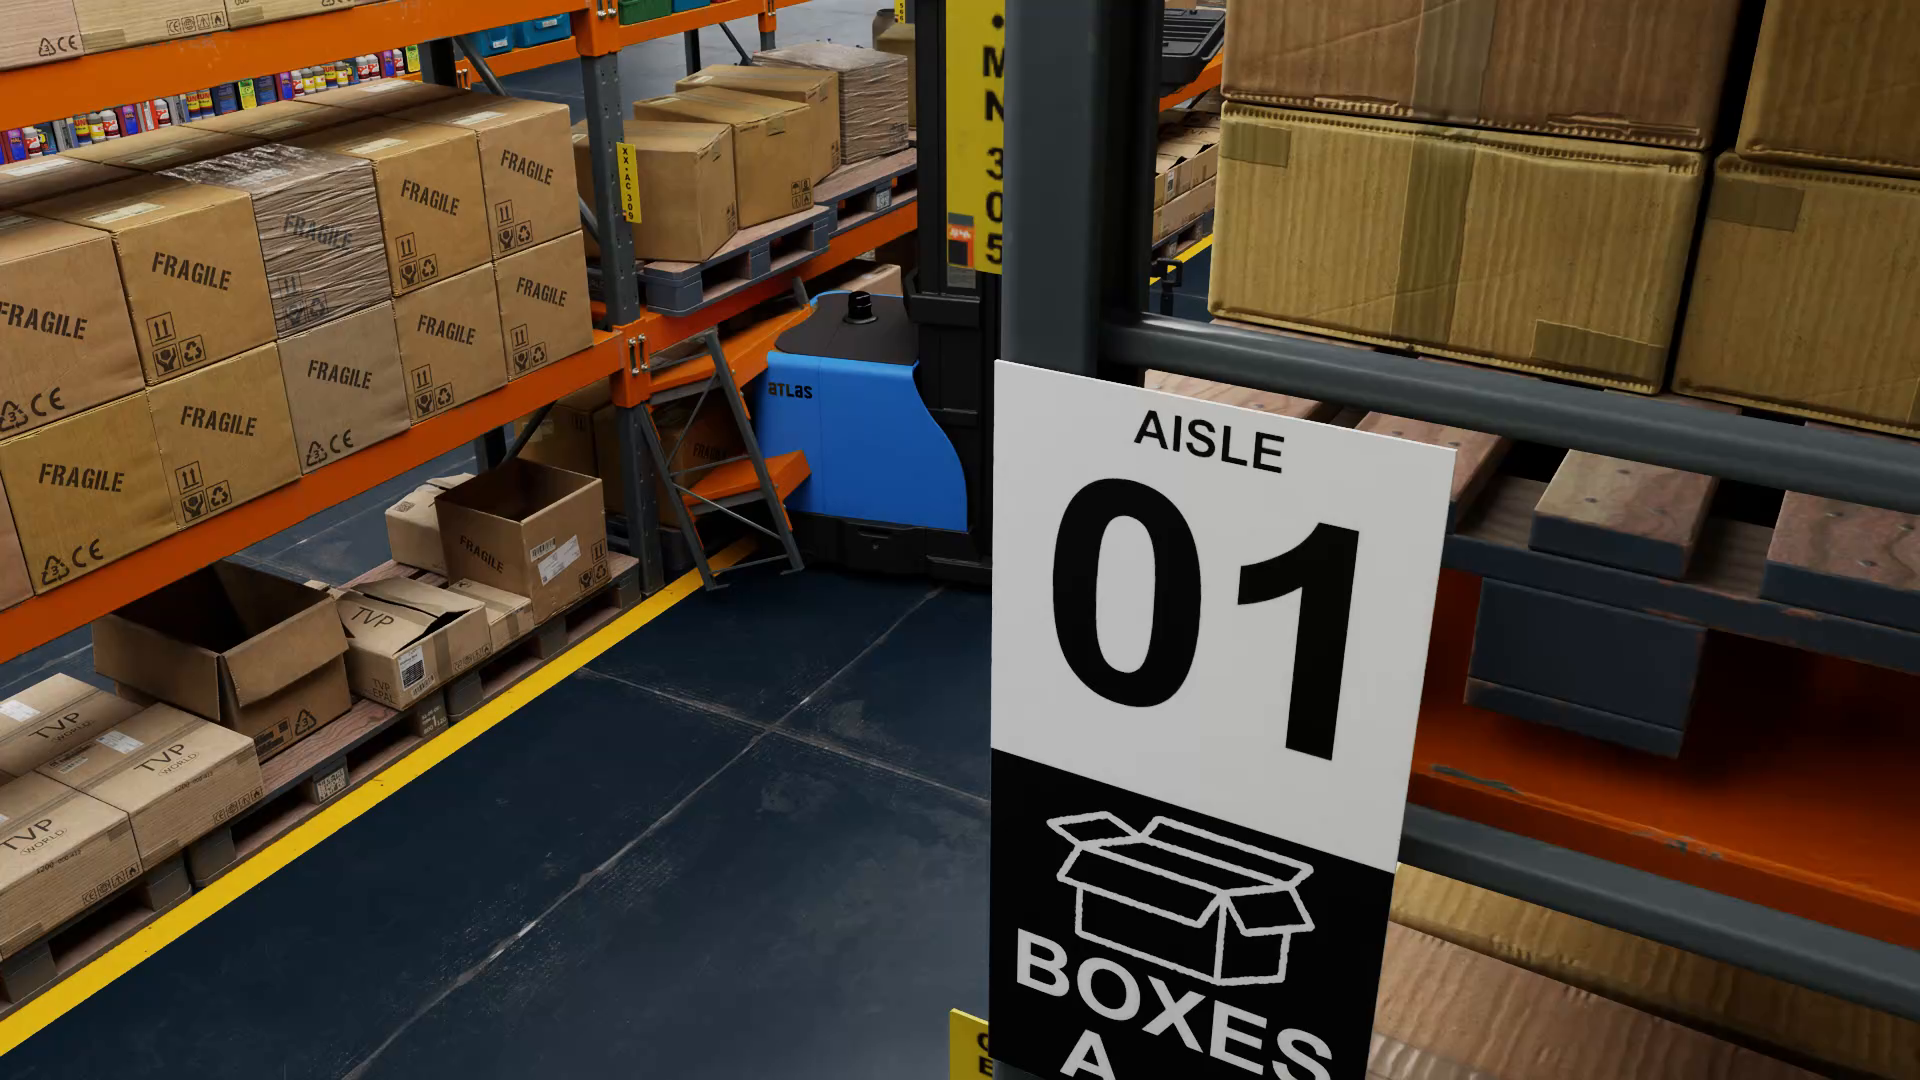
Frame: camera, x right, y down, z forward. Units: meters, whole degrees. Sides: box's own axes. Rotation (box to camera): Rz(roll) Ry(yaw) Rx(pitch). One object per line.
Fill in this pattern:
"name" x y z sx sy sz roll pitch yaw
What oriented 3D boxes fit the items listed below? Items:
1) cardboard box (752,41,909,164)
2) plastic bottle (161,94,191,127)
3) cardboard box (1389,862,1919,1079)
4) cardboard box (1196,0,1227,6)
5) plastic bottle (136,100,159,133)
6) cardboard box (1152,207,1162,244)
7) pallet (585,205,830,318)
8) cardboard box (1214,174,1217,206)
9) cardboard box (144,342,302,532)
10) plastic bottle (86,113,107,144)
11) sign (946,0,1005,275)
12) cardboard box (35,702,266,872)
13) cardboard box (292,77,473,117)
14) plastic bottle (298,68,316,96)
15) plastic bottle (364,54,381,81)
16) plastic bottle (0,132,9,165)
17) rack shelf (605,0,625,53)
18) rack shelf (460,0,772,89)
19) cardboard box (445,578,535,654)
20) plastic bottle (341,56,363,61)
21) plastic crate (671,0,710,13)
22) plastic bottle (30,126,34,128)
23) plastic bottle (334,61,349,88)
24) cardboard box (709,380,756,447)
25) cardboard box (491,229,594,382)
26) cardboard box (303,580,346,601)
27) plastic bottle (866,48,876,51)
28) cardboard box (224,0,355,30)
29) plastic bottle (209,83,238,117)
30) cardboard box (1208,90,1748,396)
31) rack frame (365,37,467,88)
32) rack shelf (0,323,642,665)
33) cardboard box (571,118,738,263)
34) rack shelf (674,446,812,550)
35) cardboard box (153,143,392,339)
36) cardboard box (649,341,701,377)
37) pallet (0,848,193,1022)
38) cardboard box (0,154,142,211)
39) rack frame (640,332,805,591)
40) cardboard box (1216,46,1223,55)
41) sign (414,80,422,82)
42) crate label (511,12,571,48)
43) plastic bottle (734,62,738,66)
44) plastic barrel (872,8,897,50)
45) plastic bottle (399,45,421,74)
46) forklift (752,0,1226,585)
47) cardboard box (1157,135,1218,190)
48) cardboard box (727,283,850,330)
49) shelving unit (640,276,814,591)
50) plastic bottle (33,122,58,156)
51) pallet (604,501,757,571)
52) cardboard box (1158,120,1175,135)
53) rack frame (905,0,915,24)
"cardboard box" -0.708 -2.413 9.138 0.700 0.500 0.500 21 33 35
"plastic bottle" -5.030 -2.791 10.613 0.152 0.276 0.135 14 30 26
"cardboard box" 1.089 0.821 2.924 0.980 0.700 0.700 14 30 26
"cardboard box" 2.300 -4.543 13.863 0.700 0.500 0.500 13 30 25
"plastic bottle" -5.144 -2.700 10.432 0.152 0.276 0.135 14 30 26
"cardboard box" 1.130 -2.263 12.022 0.500 0.250 0.500 13 30 25
"pallet" -1.360 -1.408 7.926 1.003 0.211 1.213 14 30 26
"cardboard box" 1.885 -2.860 13.215 0.500 0.250 0.500 14 30 25
"cardboard box" -2.622 -0.399 5.584 0.500 0.500 0.500 15 30 27
"plastic bottle" -5.291 -2.526 10.167 0.097 0.201 0.097 0 27 0
"sign" 0.033 -0.385 1.416 0.100 0.325 0.005 14 30 26
"cardboard box" -2.810 0.846 5.789 0.500 0.250 0.500 14 30 26
"cardboard box" -2.325 -1.576 6.819 0.500 0.500 0.500 15 30 27
"plastic bottle" -4.492 -3.158 11.430 0.097 0.201 0.097 0 27 0
"plastic bottle" -4.205 -3.386 11.885 0.097 0.201 0.097 0 27 0
"plastic bottle" -5.607 -2.295 9.614 0.061 0.283 0.133 14 30 26
"rack shelf" -0.864 -3.005 8.355 1.077 0.370 4.000 14 30 26
"rack shelf" -3.207 -4.315 14.323 1.077 0.370 4.000 14 30 26
"cardboard box" -2.014 0.316 6.962 0.380 0.149 0.250 14 30 26
"plastic bottle" -4.553 -3.671 12.371 0.152 0.276 0.135 14 30 26
"plastic crate" -2.495 -4.911 14.727 0.392 0.384 0.575 14 30 26
"plastic bottle" -5.866 -2.675 10.298 0.144 0.351 0.185 14 30 26
"plastic bottle" -4.349 -3.272 11.658 0.097 0.201 0.097 0 27 0
"cardboard box" -1.146 -0.630 8.459 0.500 0.500 0.500 15 30 27
"cardboard box" -1.871 -1.000 6.784 0.500 0.500 0.500 15 30 27
"cardboard box" -2.660 0.319 6.935 0.380 0.166 0.250 14 30 26
"plastic bottle" -0.925 -5.049 17.537 0.152 0.276 0.135 14 30 26
"cardboard box" -2.350 -1.843 5.398 0.500 0.250 0.500 14 30 26
"plastic bottle" -4.852 -2.961 10.870 0.144 0.351 0.185 14 30 26
"cardboard box" 0.628 -0.409 1.951 0.500 0.250 0.500 15 30 28
"rack frame" -4.191 -3.857 12.605 1.000 3.000 0.127 14 30 26
"rack shelf" -2.832 -0.105 5.913 1.077 0.370 4.000 14 30 26
"cardboard box" -1.421 -1.574 7.463 0.700 0.500 0.500 4 27 9
"rack shelf" -0.888 -0.298 7.892 0.538 0.278 1.000 -12 18 21
"cardboard box" -2.369 -1.047 5.763 0.500 0.500 0.500 14 30 27
"cardboard box" -1.605 -0.731 8.661 0.500 0.500 0.500 14 30 26
"pallet" -3.387 1.259 5.499 1.003 0.211 1.213 14 30 26
"cardboard box" -3.085 -0.973 5.615 0.500 0.500 0.500 15 30 28
"rack frame" -1.104 -0.329 7.372 0.500 1.125 0.032 -12 18 21
"cardboard box" 1.815 -3.881 12.802 0.396 0.266 0.258 13 30 25
"sign" -2.333 -1.845 7.291 0.100 0.325 0.005 14 30 26
"crate label" -3.467 -4.201 13.251 0.502 0.435 0.616 14 30 26
"plastic bottle" -2.274 -4.658 16.748 0.061 0.283 0.133 16 31 29
"plastic barrel" -0.760 -5.582 18.360 0.421 0.512 0.421 0 27 0
"plastic bottle" -4.019 -3.554 12.128 0.061 0.283 0.133 14 30 26
"forklift" 0.604 -1.237 7.446 3.031 2.935 1.130 7 27 14
"cardboard box" 1.639 -2.914 12.696 0.500 0.311 0.500 14 30 26
"cardboard box" -0.906 -1.145 8.650 0.500 0.250 0.500 14 30 26
"shelving unit" -0.965 -0.520 7.823 0.538 1.125 1.048 -12 18 21
"plastic bottle" -5.453 -2.429 9.895 0.097 0.271 0.097 0 27 0
"pallet" -1.481 -0.285 8.583 1.003 0.211 1.213 14 30 26
"cardboard box" 1.416 -3.233 13.333 0.500 0.311 0.500 14 30 26
"rack frame" 0.119 -2.765 10.423 1.000 3.000 0.127 14 30 26
